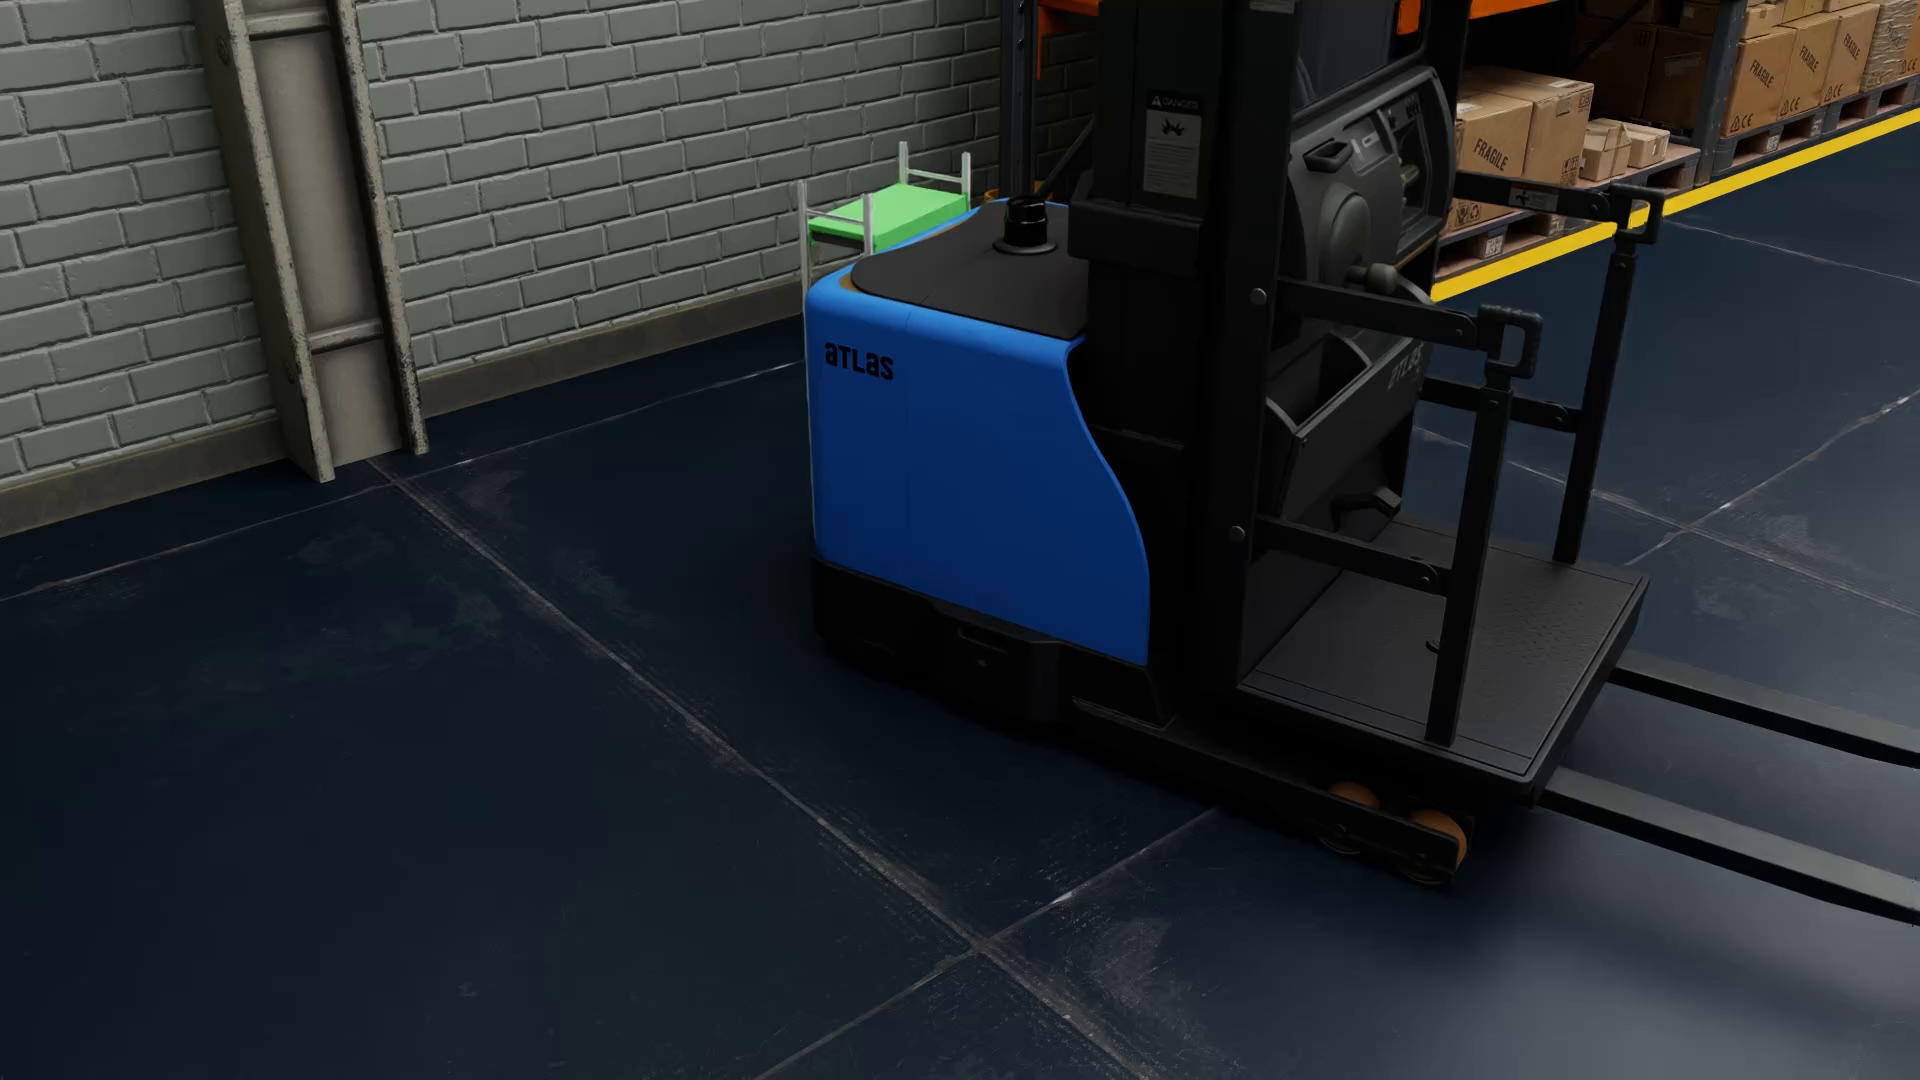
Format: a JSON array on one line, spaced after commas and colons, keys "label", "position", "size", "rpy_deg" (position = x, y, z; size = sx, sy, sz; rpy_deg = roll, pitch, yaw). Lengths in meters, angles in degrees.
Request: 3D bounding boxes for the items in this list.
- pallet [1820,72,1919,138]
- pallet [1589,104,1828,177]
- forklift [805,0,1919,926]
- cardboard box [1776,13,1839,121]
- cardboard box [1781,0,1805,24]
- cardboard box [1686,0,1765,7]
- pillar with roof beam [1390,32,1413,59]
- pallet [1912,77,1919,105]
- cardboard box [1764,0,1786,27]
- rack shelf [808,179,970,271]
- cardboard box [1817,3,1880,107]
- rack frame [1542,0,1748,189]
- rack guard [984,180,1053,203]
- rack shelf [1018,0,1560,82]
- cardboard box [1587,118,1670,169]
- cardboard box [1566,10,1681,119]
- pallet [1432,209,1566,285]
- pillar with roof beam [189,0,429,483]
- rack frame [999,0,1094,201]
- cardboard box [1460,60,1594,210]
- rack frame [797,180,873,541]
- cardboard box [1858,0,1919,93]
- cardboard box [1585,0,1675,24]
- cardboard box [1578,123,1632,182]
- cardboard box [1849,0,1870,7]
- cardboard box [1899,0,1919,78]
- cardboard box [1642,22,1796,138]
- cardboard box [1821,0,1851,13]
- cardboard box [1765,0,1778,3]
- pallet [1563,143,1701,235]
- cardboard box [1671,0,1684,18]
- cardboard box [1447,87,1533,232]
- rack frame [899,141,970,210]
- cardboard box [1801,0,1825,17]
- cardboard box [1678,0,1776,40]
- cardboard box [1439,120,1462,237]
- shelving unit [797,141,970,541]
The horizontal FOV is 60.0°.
[{"label": "pallet", "position": [5.093, -2.762, 10.195], "size": [1.213, 0.211, 1.003], "rpy_deg": [-22, 35, -35]}, {"label": "pallet", "position": [4.164, -2.387, 9.493], "size": [1.213, 0.211, 1.003], "rpy_deg": [-22, 35, -35]}, {"label": "forklift", "position": [1.104, -0.796, 3.630], "size": [3.031, 2.935, 1.130], "rpy_deg": [17, 33, 29]}, {"label": "cardboard box", "position": [4.482, -2.671, 9.272], "size": [0.500, 0.500, 0.500], "rpy_deg": [-22, 35, -36]}, {"label": "cardboard box", "position": [4.364, -2.933, 9.074], "size": [0.250, 0.149, 0.380], "rpy_deg": [-24, 36, -37]}, {"label": "cardboard box", "position": [3.976, -2.891, 8.680], "size": [0.250, 0.149, 0.380], "rpy_deg": [-23, 35, -36]}, {"label": "pillar with roof beam", "position": [5.249, -4.567, 4.249], "size": [0.400, 9.000, 9.100], "rpy_deg": [-22, 35, -35]}, {"label": "pallet", "position": [6.020, -3.134, 10.890], "size": [1.213, 0.211, 1.003], "rpy_deg": [-22, 35, -35]}, {"label": "cardboard box", "position": [4.176, -2.850, 8.919], "size": [0.250, 0.149, 0.380], "rpy_deg": [-23, 36, -36]}, {"label": "rack shelf", "position": [-0.207, -0.883, 4.747], "size": [0.258, 0.148, 0.480], "rpy_deg": [17, 32, 28]}, {"label": "cardboard box", "position": [4.865, -2.822, 9.555], "size": [0.500, 0.500, 0.500], "rpy_deg": [-23, 36, -36]}, {"label": "rack frame", "position": [3.570, -3.355, 8.345], "size": [0.127, 3.000, 1.000], "rpy_deg": [-22, 35, -35]}, {"label": "rack guard", "position": [0.585, -1.052, 6.688], "size": [0.348, 0.500, 1.175], "rpy_deg": [-22, 35, -35]}, {"label": "rack shelf", "position": [2.048, -2.426, 7.370], "size": [4.000, 0.370, 1.077], "rpy_deg": [-22, 35, -35]}, {"label": "cardboard box", "position": [3.337, -2.007, 8.402], "size": [0.250, 0.149, 0.380], "rpy_deg": [-23, 36, -36]}, {"label": "cardboard box", "position": [3.751, -2.694, 9.315], "size": [0.500, 0.500, 0.500], "rpy_deg": [-22, 35, -35]}, {"label": "pallet", "position": [2.118, -1.540, 7.908], "size": [1.213, 0.211, 1.003], "rpy_deg": [-22, 35, -35]}, {"label": "pillar with roof beam", "position": [0.685, -2.732, 0.814], "size": [0.400, 9.000, 9.100], "rpy_deg": [-22, 35, -35]}, {"label": "rack frame", "position": [0.527, -2.131, 6.055], "size": [0.127, 3.000, 1.000], "rpy_deg": [-22, 35, -35]}, {"label": "cardboard box", "position": [2.519, -1.932, 7.889], "size": [0.500, 0.500, 0.700], "rpy_deg": [-23, 36, -37]}, {"label": "rack frame", "position": [-0.339, -0.420, 4.762], "size": [0.240, 1.200, 0.015], "rpy_deg": [17, 32, 28]}, {"label": "cardboard box", "position": [5.264, -2.979, 9.848], "size": [0.500, 0.500, 0.500], "rpy_deg": [-23, 36, -37]}, {"label": "cardboard box", "position": [3.663, -2.939, 9.086], "size": [0.250, 0.149, 0.380], "rpy_deg": [-24, 36, -37]}, {"label": "cardboard box", "position": [3.065, -1.949, 8.170], "size": [0.258, 0.266, 0.396], "rpy_deg": [-20, 34, -33]}, {"label": "cardboard box", "position": [4.968, -3.160, 9.498], "size": [0.250, 0.149, 0.380], "rpy_deg": [-20, 34, -33]}, {"label": "cardboard box", "position": [5.647, -3.144, 10.158], "size": [0.500, 0.500, 0.500], "rpy_deg": [-20, 34, -33]}, {"label": "cardboard box", "position": [4.084, -2.505, 8.961], "size": [0.500, 0.500, 0.500], "rpy_deg": [-20, 34, -33]}, {"label": "cardboard box", "position": [4.778, -3.085, 9.358], "size": [0.250, 0.149, 0.380], "rpy_deg": [-22, 35, -35]}, {"label": "cardboard box", "position": [4.182, -2.966, 8.820], "size": [0.250, 0.149, 0.380], "rpy_deg": [-24, 36, -37]}, {"label": "pallet", "position": [3.047, -1.915, 8.610], "size": [1.213, 0.211, 1.003], "rpy_deg": [-22, 35, -35]}, {"label": "cardboard box", "position": [3.859, -3.022, 9.241], "size": [0.250, 0.149, 0.380], "rpy_deg": [-22, 35, -35]}, {"label": "cardboard box", "position": [2.196, -1.740, 7.531], "size": [0.500, 0.500, 0.500], "rpy_deg": [-21, 35, -34]}, {"label": "rack frame", "position": [-0.075, -0.613, 5.125], "size": [0.240, 1.200, 0.015], "rpy_deg": [17, 32, 28]}, {"label": "cardboard box", "position": [4.563, -3.022, 9.240], "size": [0.250, 0.149, 0.380], "rpy_deg": [-23, 35, -36]}, {"label": "cardboard box", "position": [4.015, -2.738, 8.709], "size": [0.250, 0.149, 0.380], "rpy_deg": [-20, 34, -33]}, {"label": "cardboard box", "position": [1.729, -1.614, 7.295], "size": [0.500, 0.500, 0.700], "rpy_deg": [-20, 34, -33]}, {"label": "shelving unit", "position": [-0.207, -0.517, 4.943], "size": [0.258, 1.200, 0.503], "rpy_deg": [17, 32, 28]}]
